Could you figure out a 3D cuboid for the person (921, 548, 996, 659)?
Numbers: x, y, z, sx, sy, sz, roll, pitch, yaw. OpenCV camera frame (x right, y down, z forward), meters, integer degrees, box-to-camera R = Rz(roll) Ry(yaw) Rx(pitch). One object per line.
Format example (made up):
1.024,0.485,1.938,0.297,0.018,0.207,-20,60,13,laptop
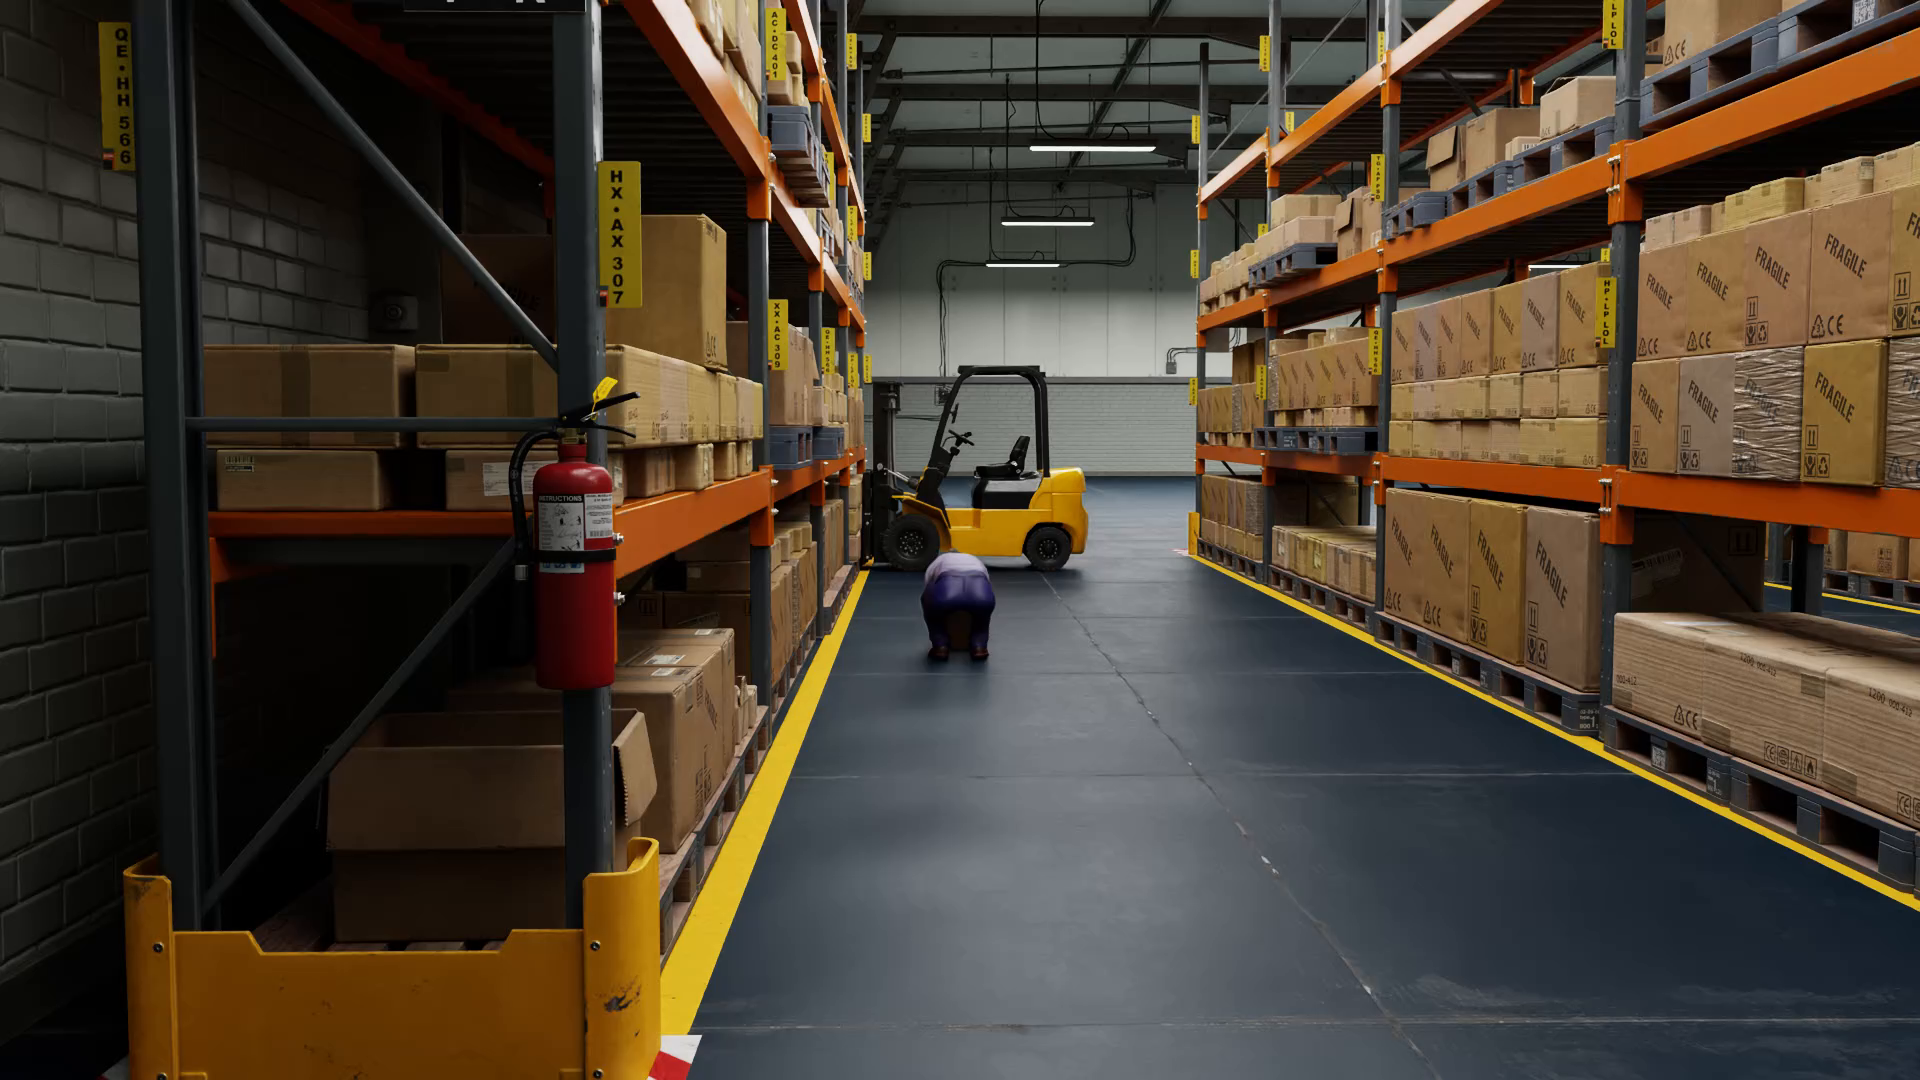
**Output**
-0.015,0.430,11.022,0.491,0.720,0.962,0,4,-3,person
